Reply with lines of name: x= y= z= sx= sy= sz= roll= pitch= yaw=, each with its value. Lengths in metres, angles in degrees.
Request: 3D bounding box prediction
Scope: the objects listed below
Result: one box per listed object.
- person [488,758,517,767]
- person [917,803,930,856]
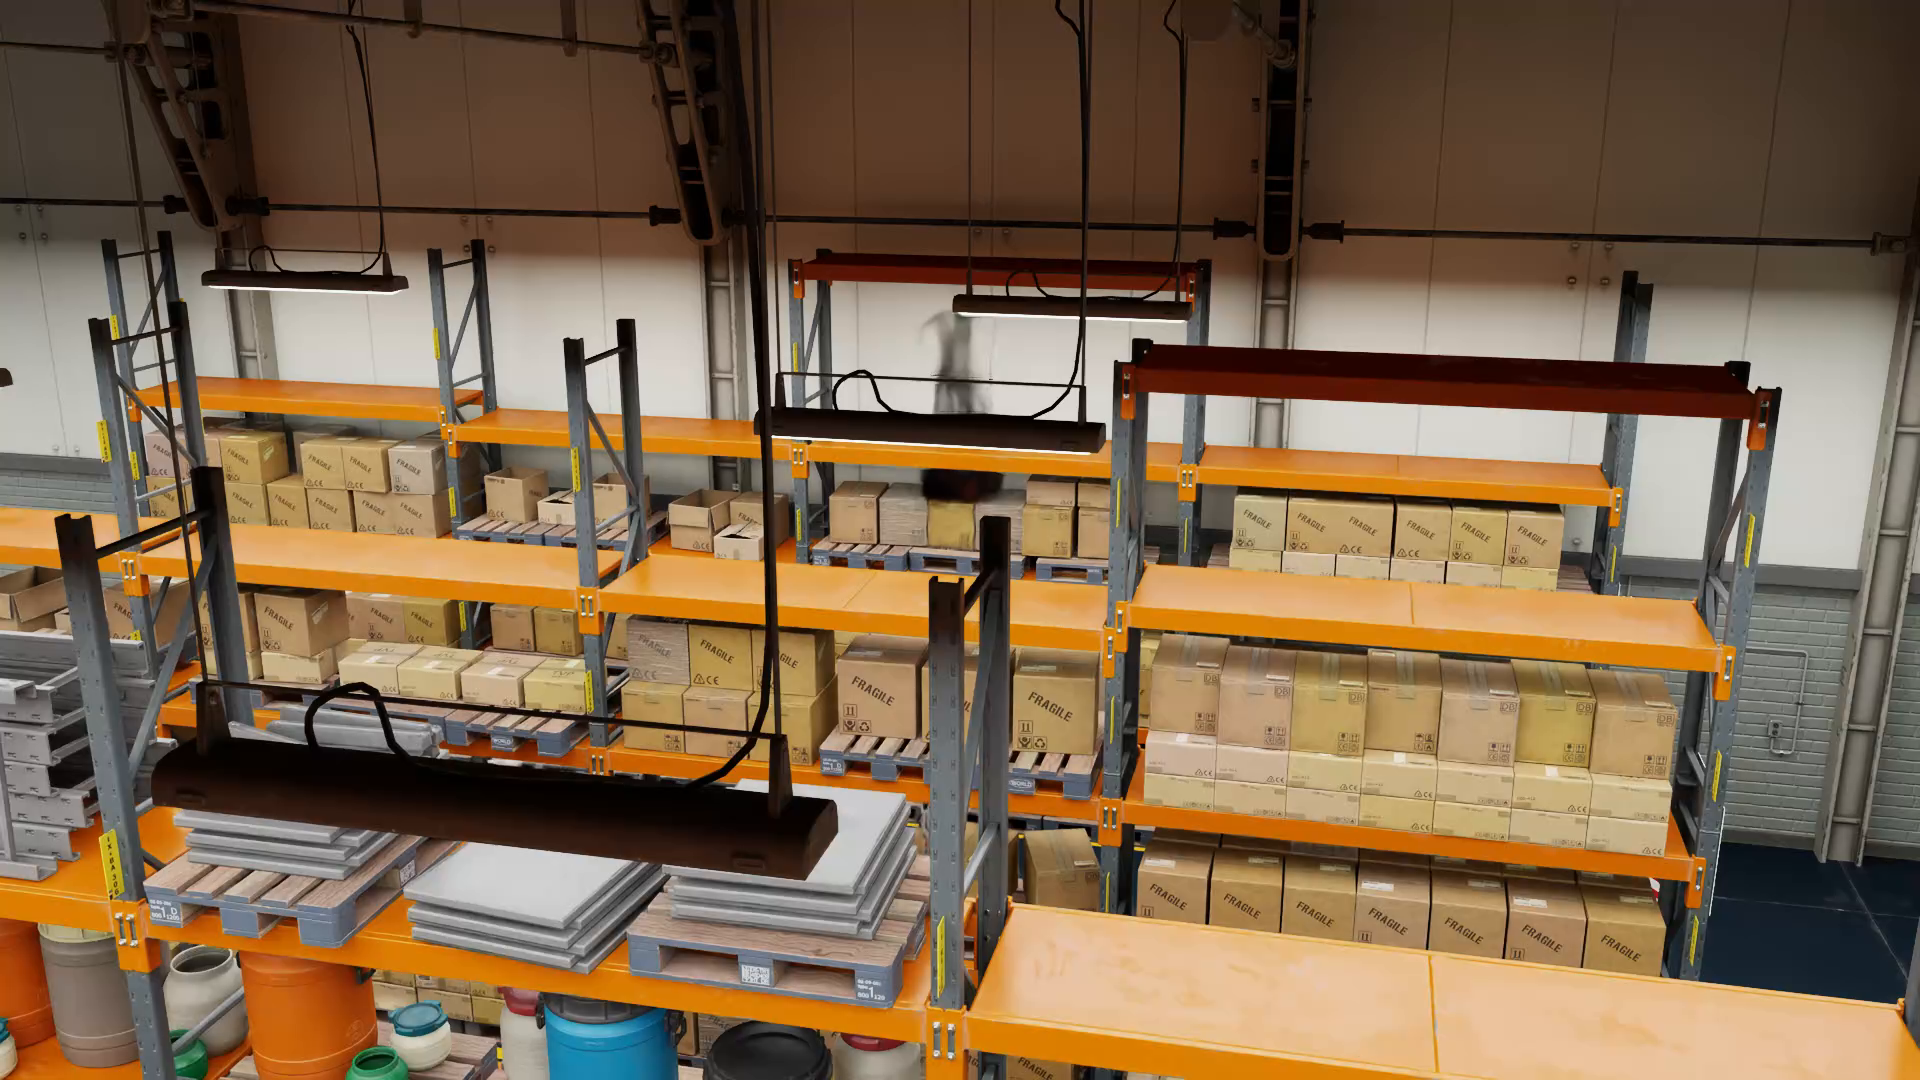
person: x=-4.080 y=2.834 z=15.693 sx=0.740 sy=1.726 sz=0.646 roll=5 pitch=17 yaw=16
person: x=-0.148 y=2.867 z=15.709 sx=0.561 sy=1.609 sz=0.595 roll=1 pitch=16 yaw=5
